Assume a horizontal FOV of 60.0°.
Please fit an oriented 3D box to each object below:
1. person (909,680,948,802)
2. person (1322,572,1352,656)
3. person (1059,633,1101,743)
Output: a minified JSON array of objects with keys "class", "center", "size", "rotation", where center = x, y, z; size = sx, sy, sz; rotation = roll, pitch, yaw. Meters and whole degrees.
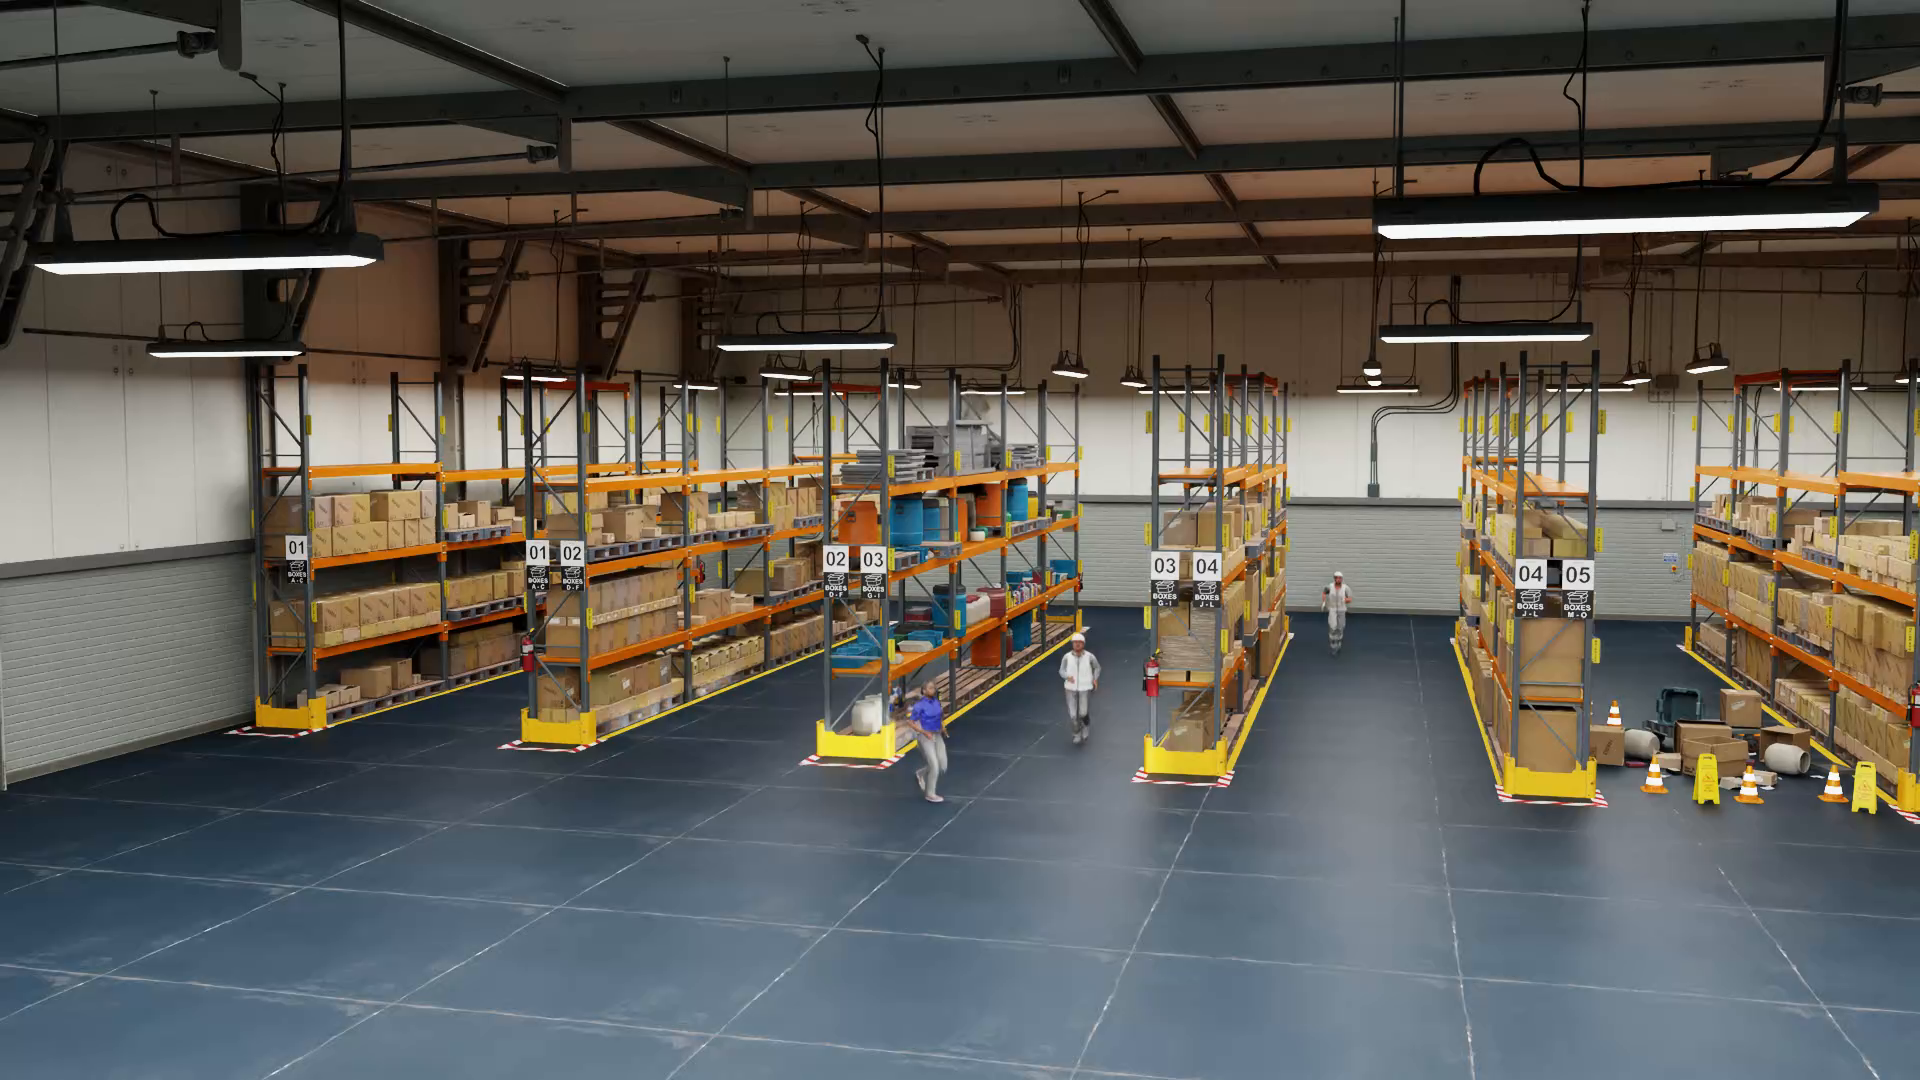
[{"class":"person","center":[-0.434,2.669,22.196],"size":[0.587,1.603,0.574],"rotation":[4,5,44]},{"class":"person","center":[8.240,1.603,36.349],"size":[0.641,1.840,0.861],"rotation":[1,4,8]},{"class":"person","center":[1.864,2.334,26.051],"size":[0.645,1.732,0.592],"rotation":[1,4,10]}]
